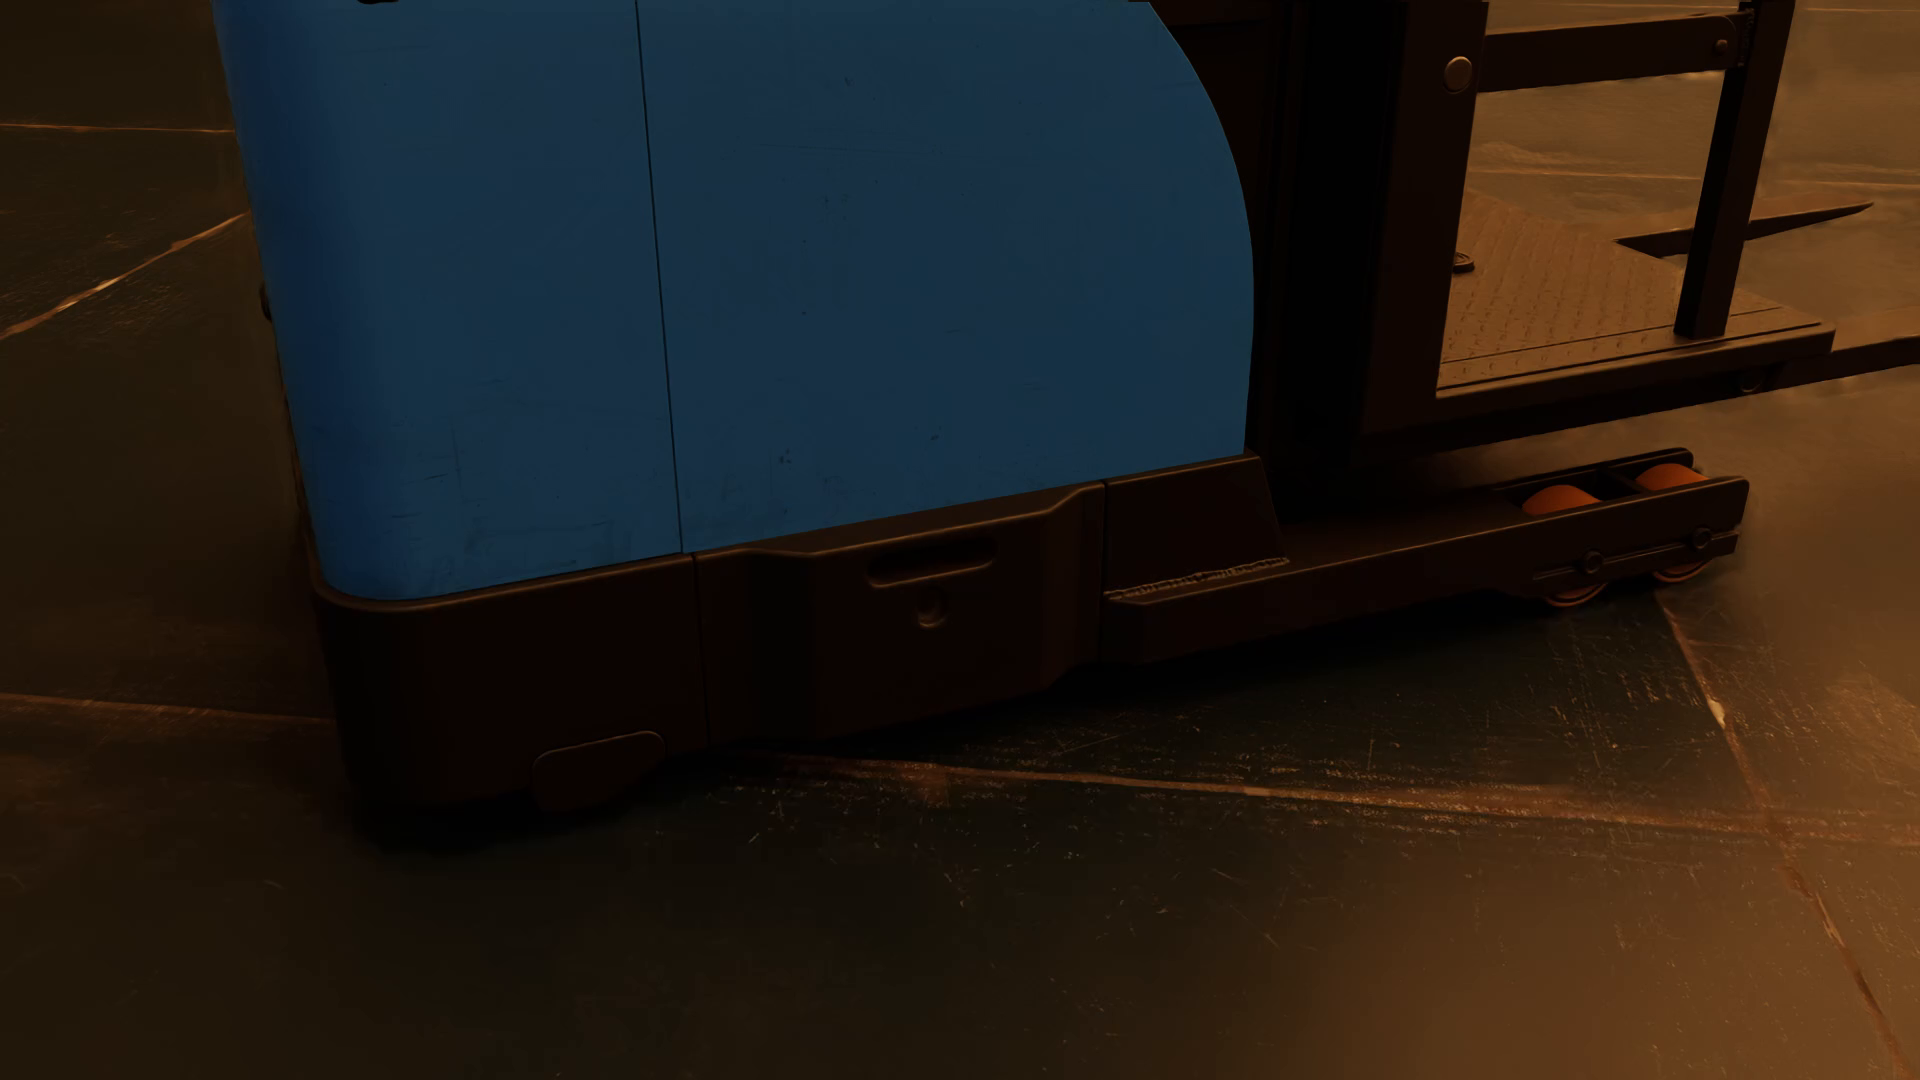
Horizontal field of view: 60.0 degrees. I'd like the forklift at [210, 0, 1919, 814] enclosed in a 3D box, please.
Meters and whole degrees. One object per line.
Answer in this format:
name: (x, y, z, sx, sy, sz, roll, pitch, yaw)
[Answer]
forklift: (0.564, -1.424, 2.072, 3.031, 2.935, 1.130, -11, 28, -20)
